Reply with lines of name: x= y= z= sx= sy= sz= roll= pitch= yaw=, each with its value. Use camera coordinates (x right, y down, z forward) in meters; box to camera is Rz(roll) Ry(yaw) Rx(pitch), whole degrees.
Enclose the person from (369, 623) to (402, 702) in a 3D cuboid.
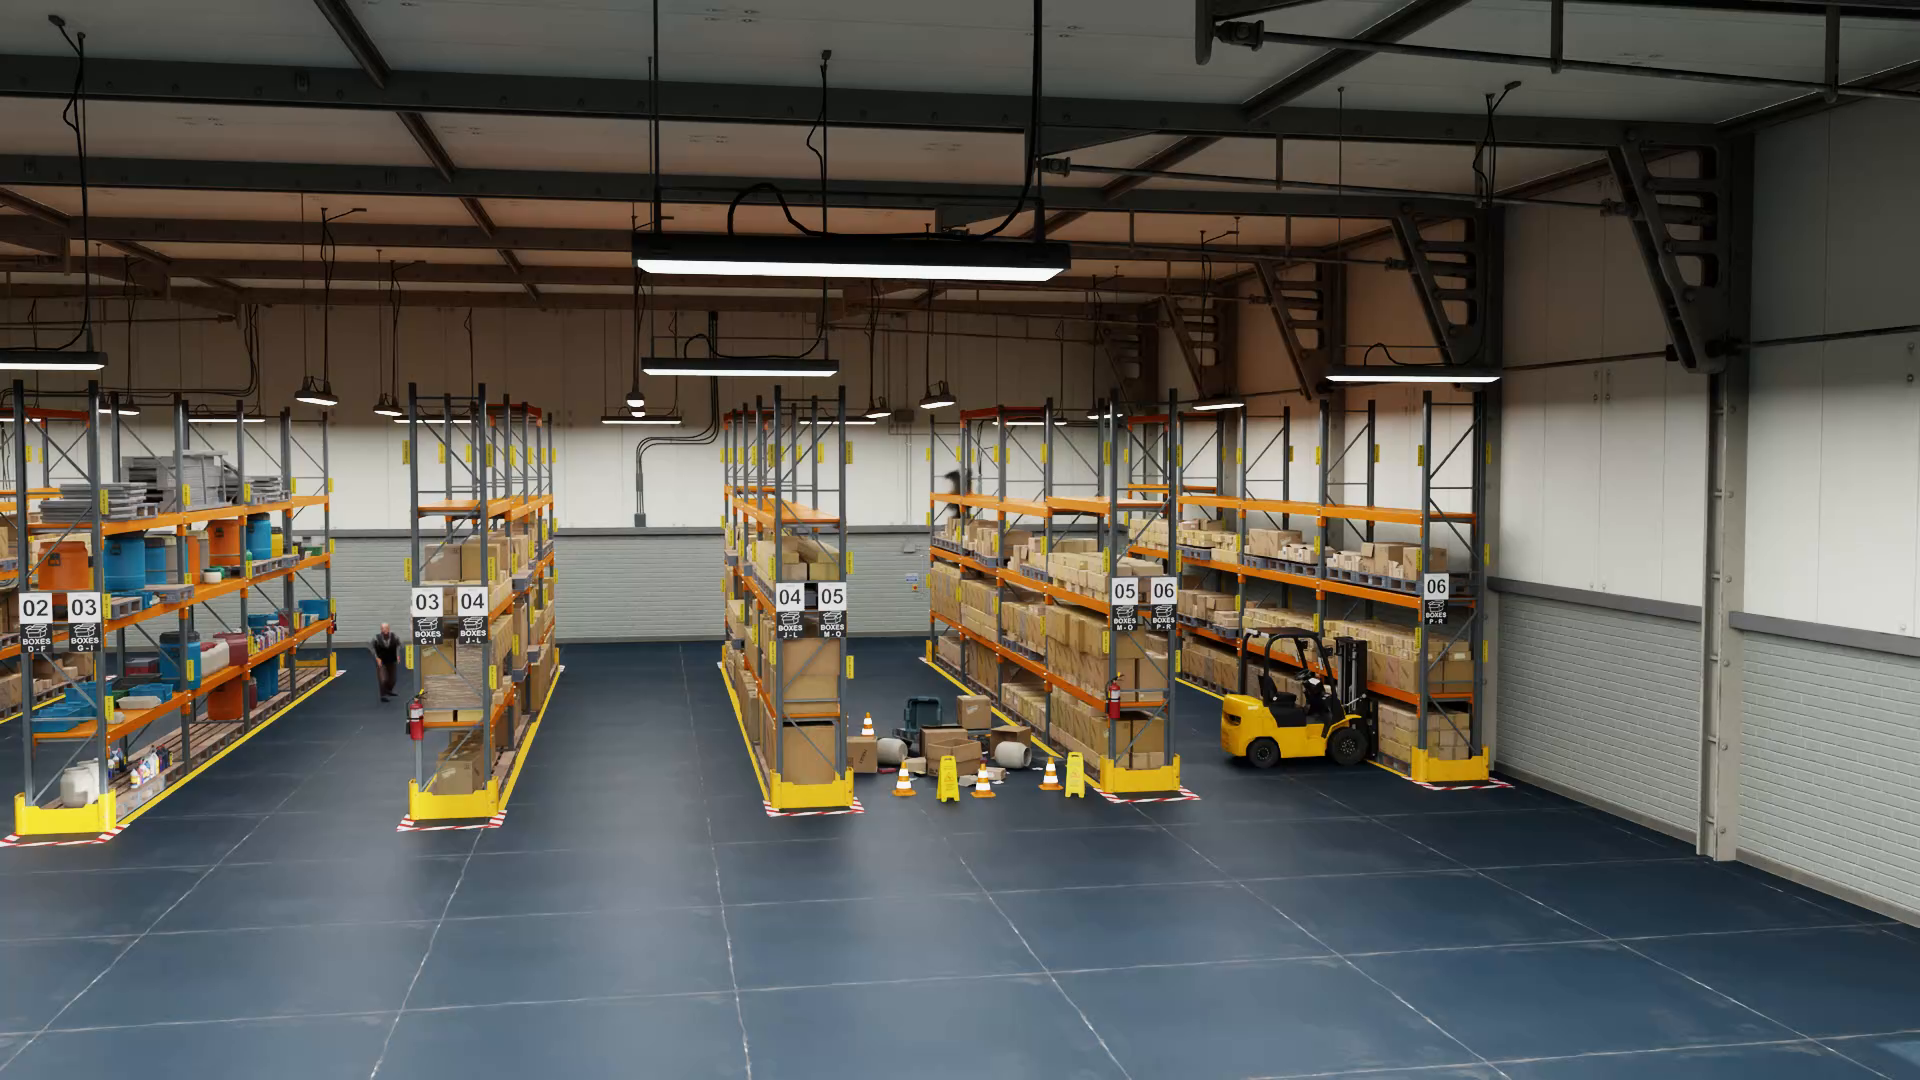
person: x=-11.695 y=2.477 z=33.823 sx=0.655 sy=1.628 sz=0.812 roll=-2 pitch=4 yaw=-36
